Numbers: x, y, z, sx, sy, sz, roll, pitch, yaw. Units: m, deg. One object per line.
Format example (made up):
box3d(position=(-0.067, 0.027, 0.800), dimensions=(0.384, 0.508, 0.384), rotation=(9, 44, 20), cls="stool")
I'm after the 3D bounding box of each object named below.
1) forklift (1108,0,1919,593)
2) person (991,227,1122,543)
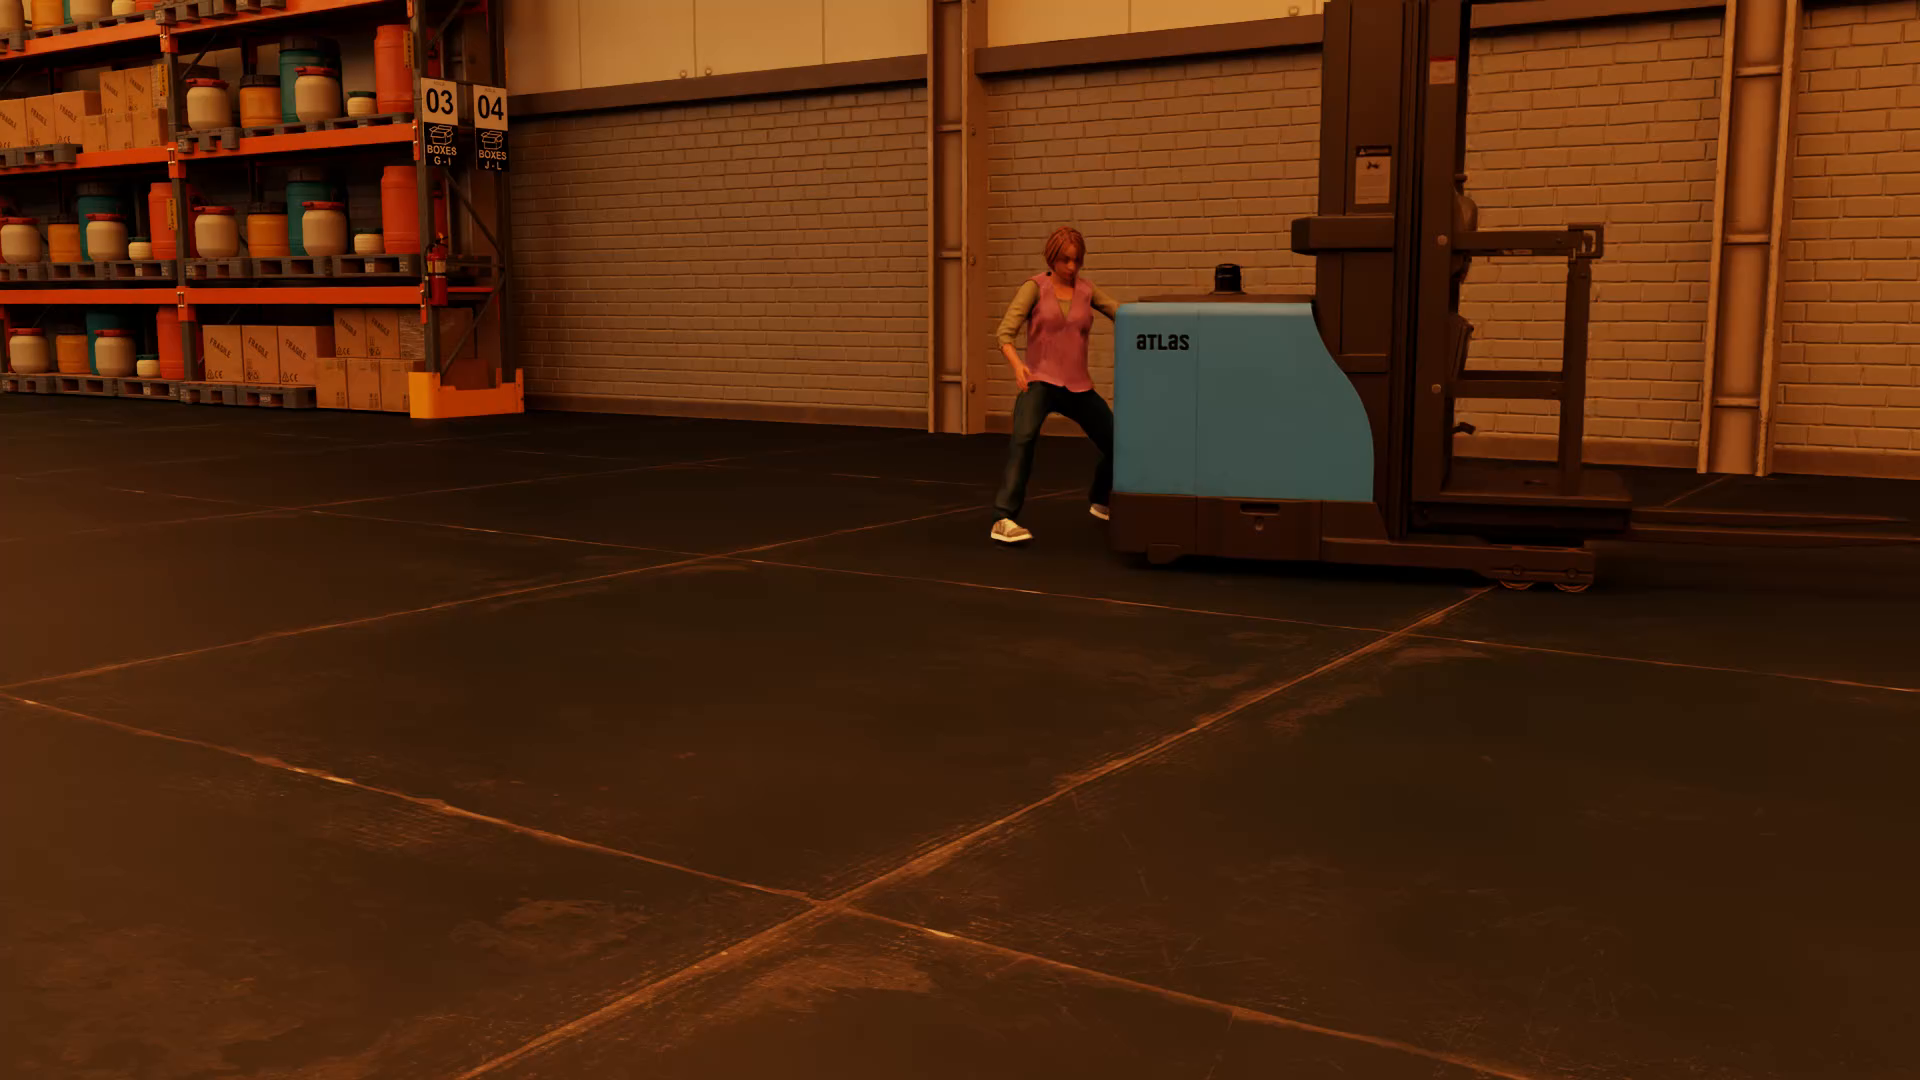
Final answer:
box3d(position=(2.185, -1.337, 6.595), dimensions=(3.031, 2.935, 1.130), rotation=(3, 9, 18), cls="forklift")
box3d(position=(0.529, -0.723, 7.739), dimensions=(0.925, 1.451, 0.874), rotation=(-2, 8, -15), cls="person")
